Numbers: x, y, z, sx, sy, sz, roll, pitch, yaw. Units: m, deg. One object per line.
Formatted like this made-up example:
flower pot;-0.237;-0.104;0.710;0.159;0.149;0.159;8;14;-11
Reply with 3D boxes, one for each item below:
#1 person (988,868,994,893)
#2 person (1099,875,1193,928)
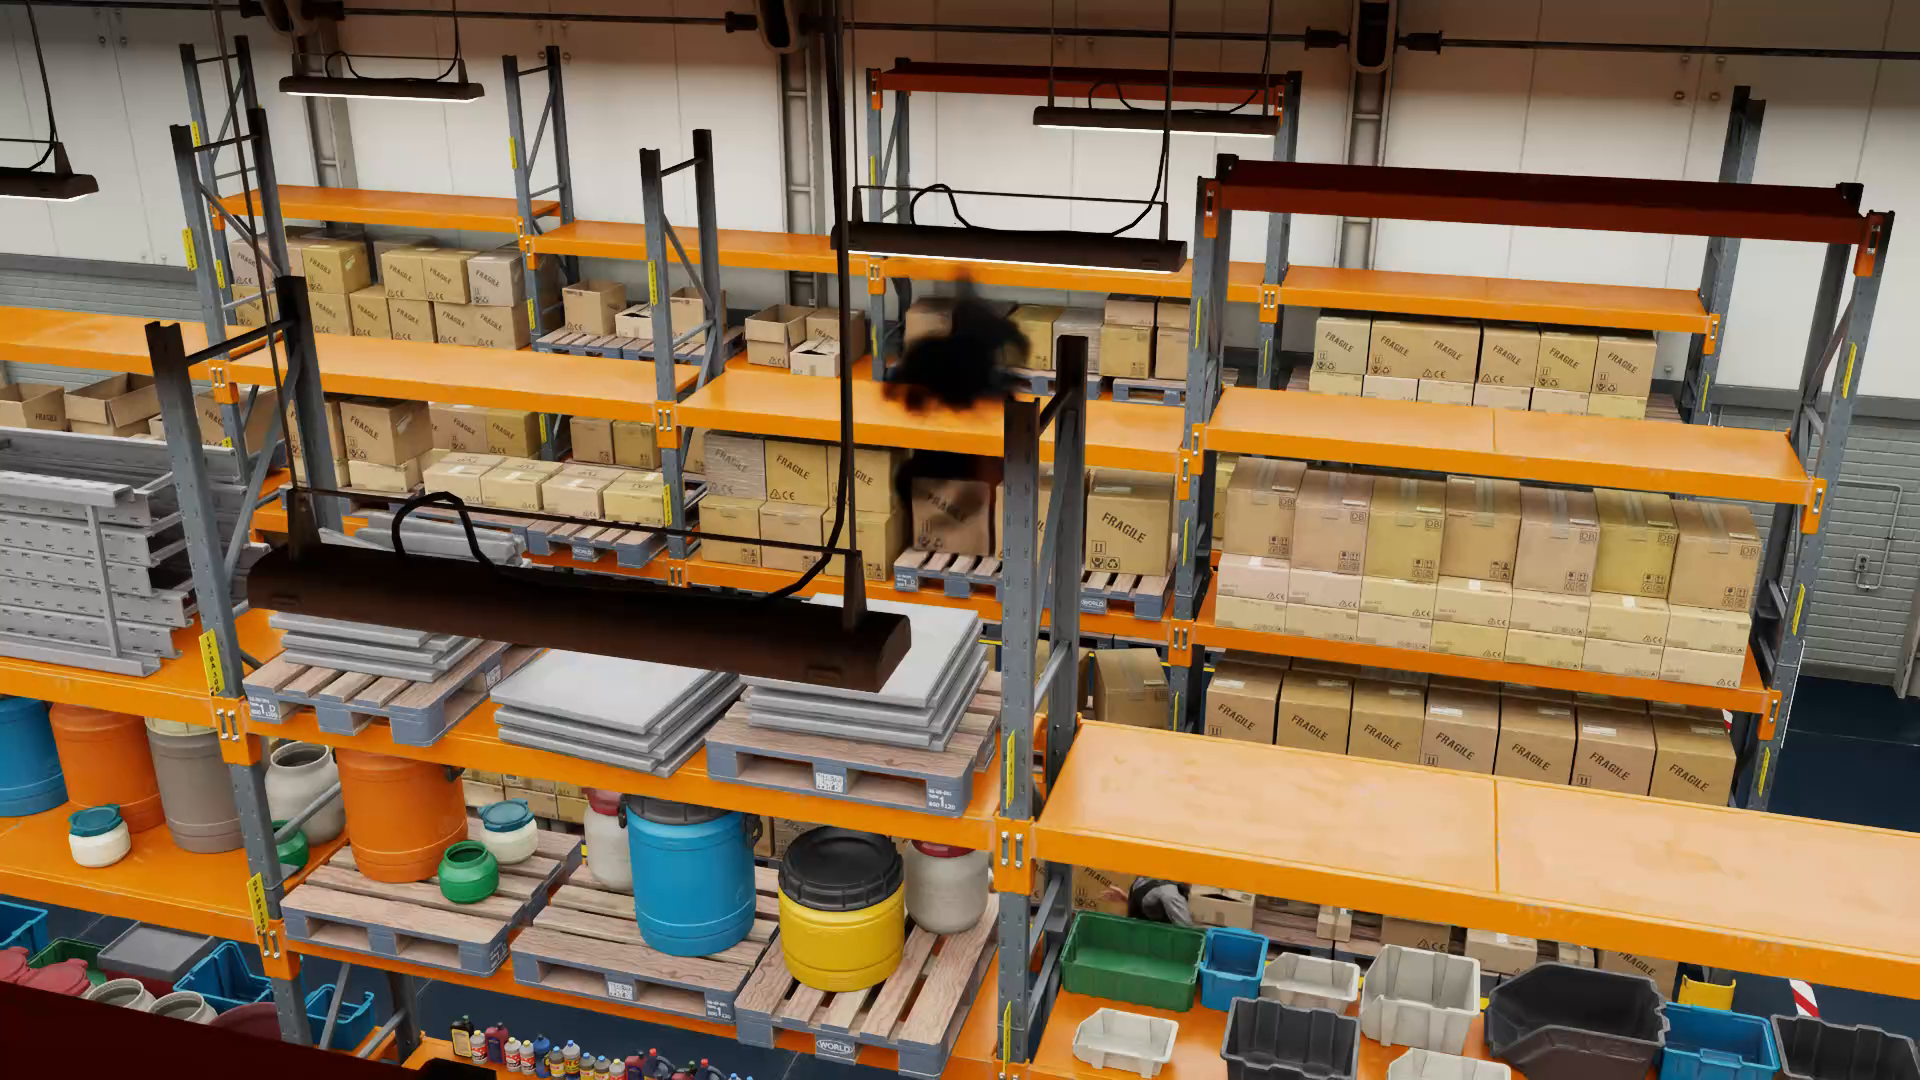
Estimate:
person;-0.025;2.726;11.337;0.513;1.635;0.613;1;23;2
person;1.283;2.786;11.190;0.745;1.837;0.635;4;23;11
